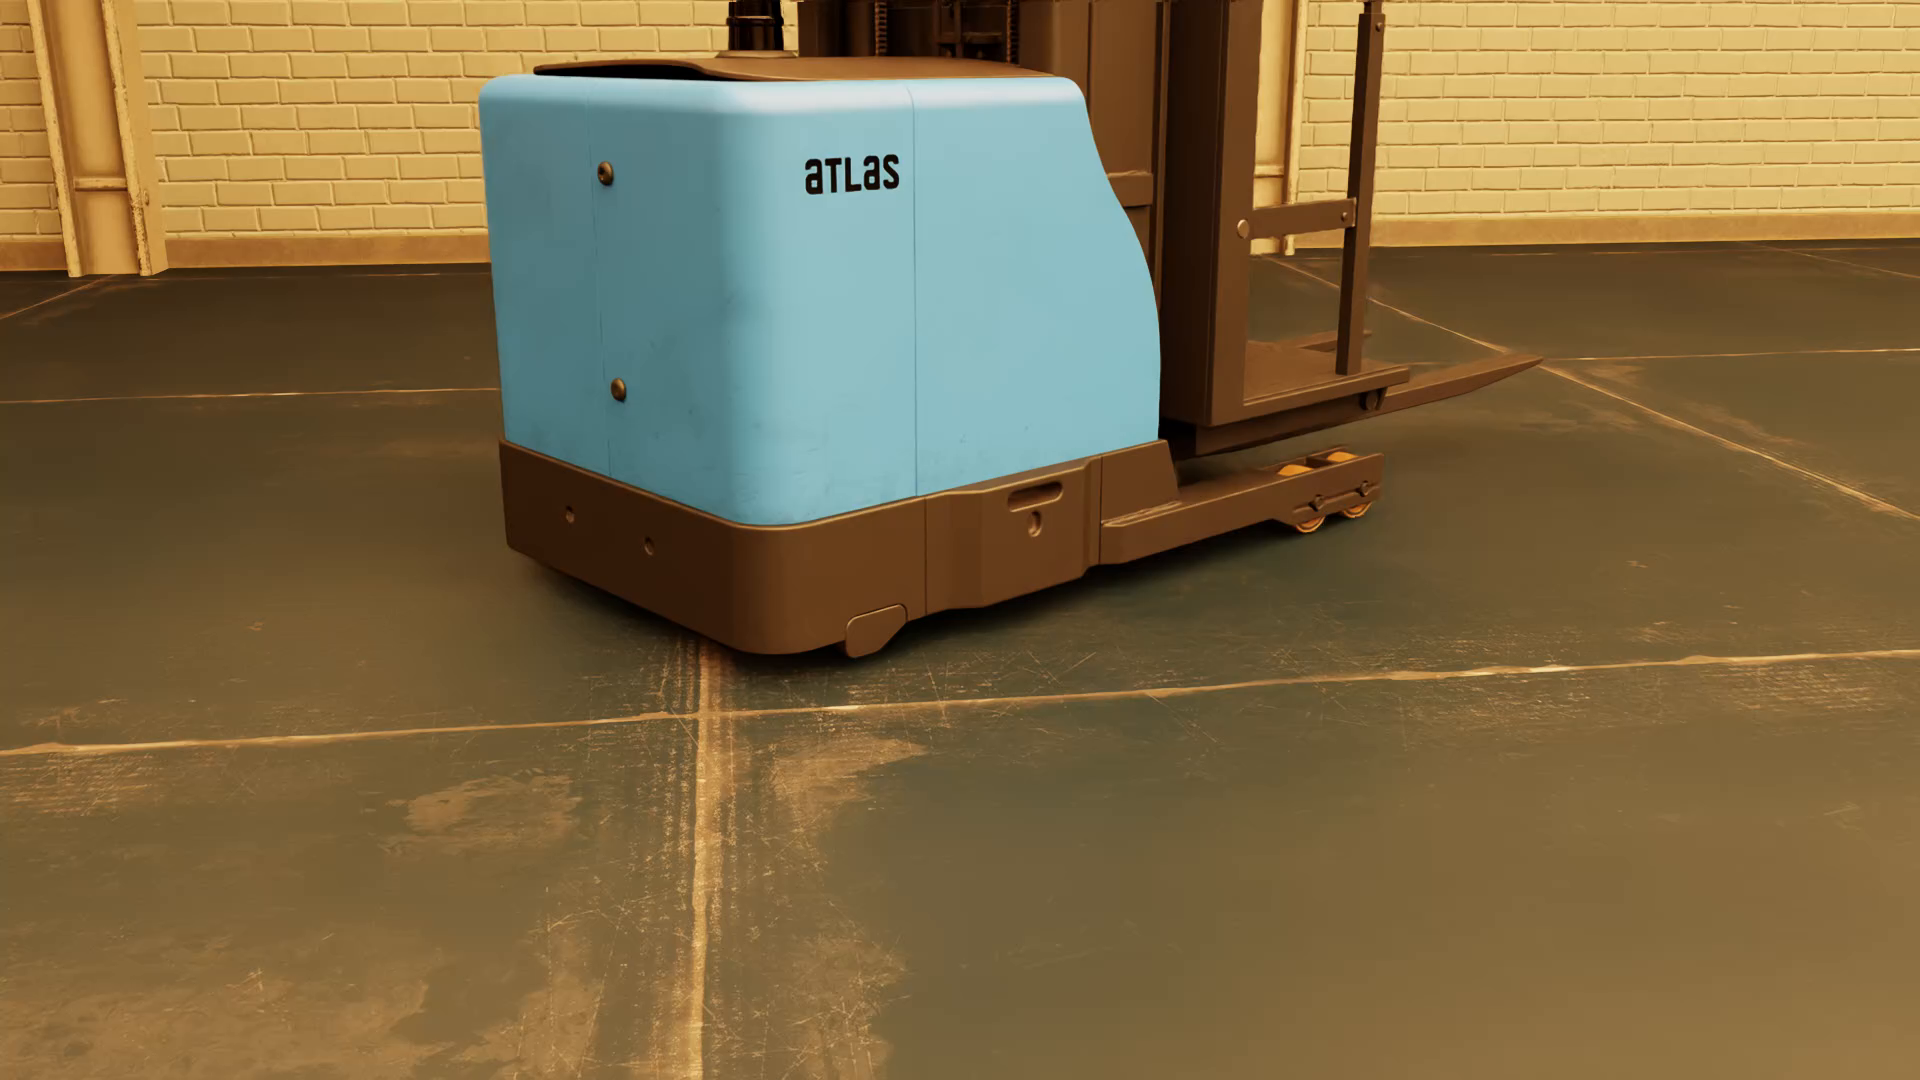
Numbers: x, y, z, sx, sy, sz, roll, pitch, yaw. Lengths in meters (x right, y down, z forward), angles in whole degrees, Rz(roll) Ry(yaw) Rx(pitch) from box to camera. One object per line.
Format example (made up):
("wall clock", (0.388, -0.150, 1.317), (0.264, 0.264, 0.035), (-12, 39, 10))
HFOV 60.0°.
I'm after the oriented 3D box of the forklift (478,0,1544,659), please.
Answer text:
("forklift", (0.420, -1.518, 3.924), (3.031, 2.935, 1.130), (-15, 22, -40))
